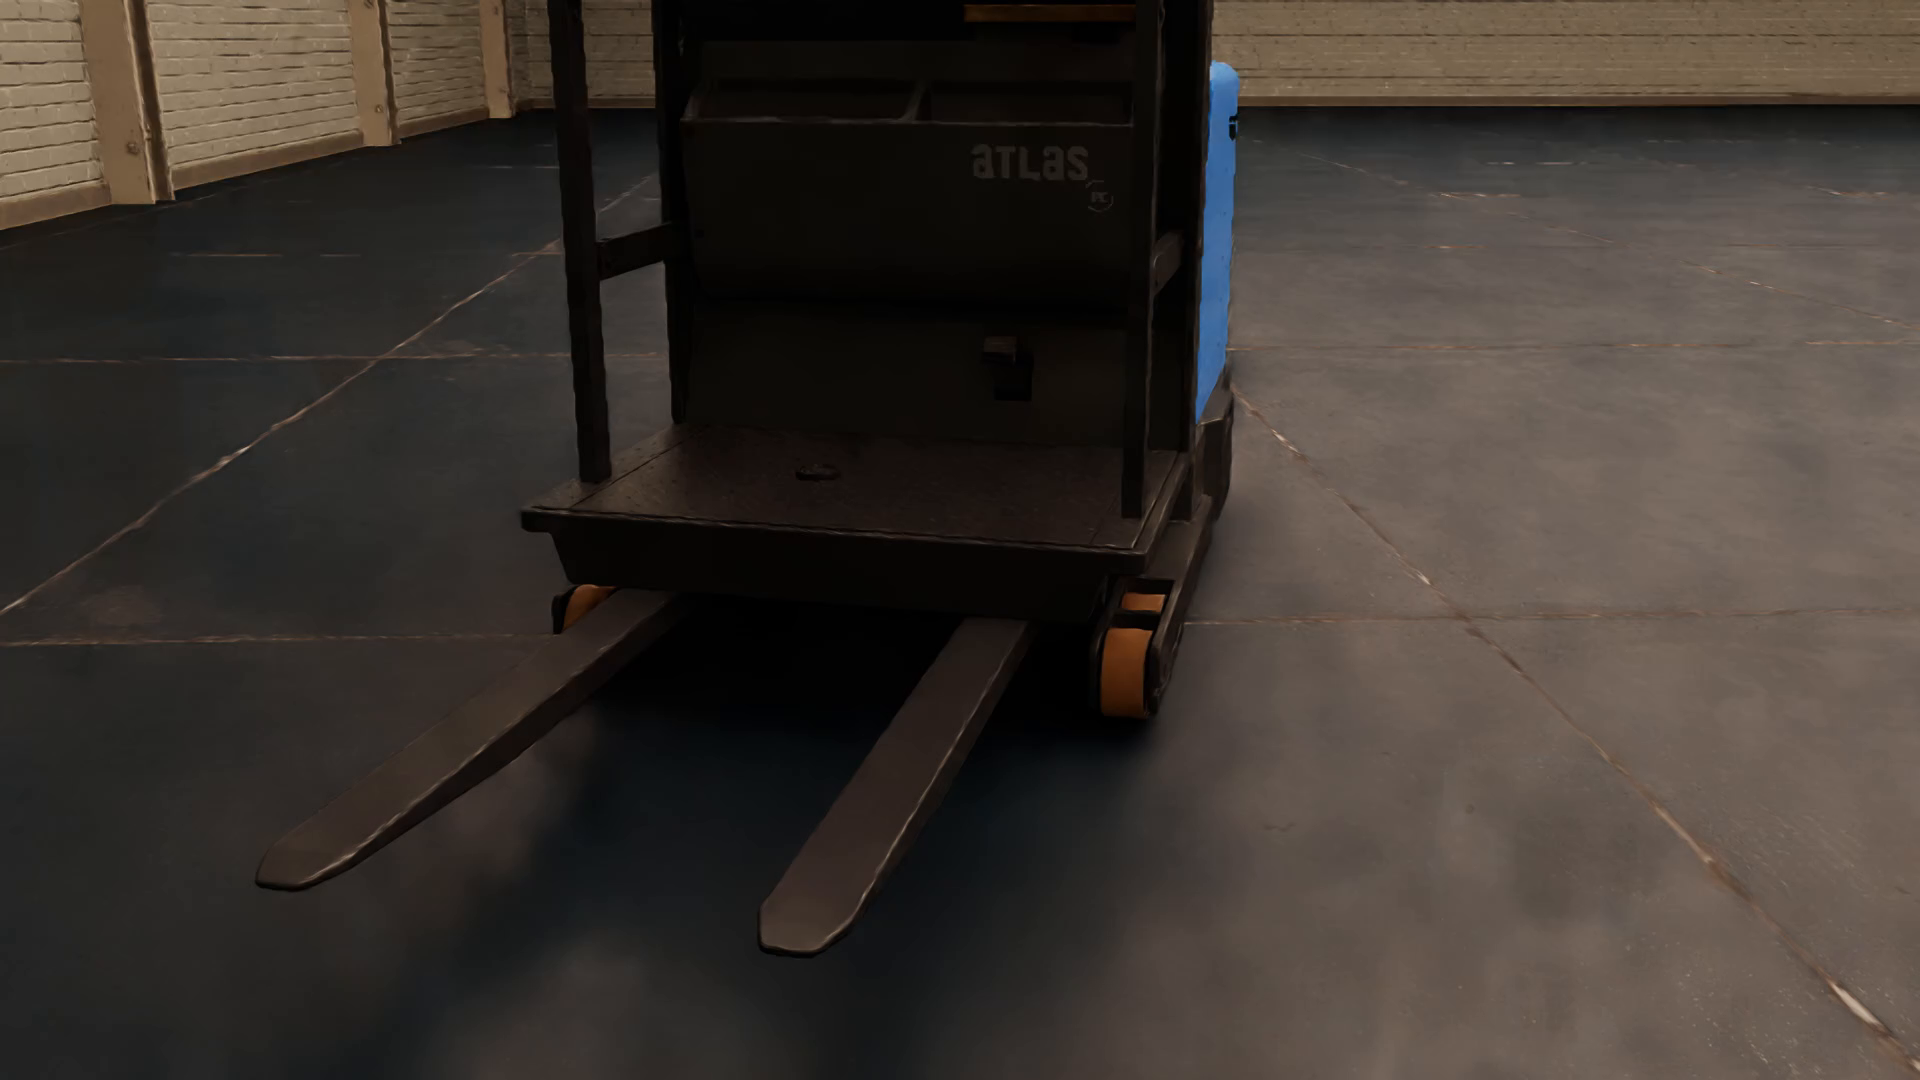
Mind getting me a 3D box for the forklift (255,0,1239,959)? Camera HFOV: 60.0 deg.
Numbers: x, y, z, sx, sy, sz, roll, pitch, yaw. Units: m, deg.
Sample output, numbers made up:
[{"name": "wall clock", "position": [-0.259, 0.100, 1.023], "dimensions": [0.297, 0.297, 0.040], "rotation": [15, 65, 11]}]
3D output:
[{"name": "forklift", "position": [-0.125, -1.208, 2.857], "dimensions": [1.130, 2.935, 3.031], "rotation": [4, 17, 13]}]
